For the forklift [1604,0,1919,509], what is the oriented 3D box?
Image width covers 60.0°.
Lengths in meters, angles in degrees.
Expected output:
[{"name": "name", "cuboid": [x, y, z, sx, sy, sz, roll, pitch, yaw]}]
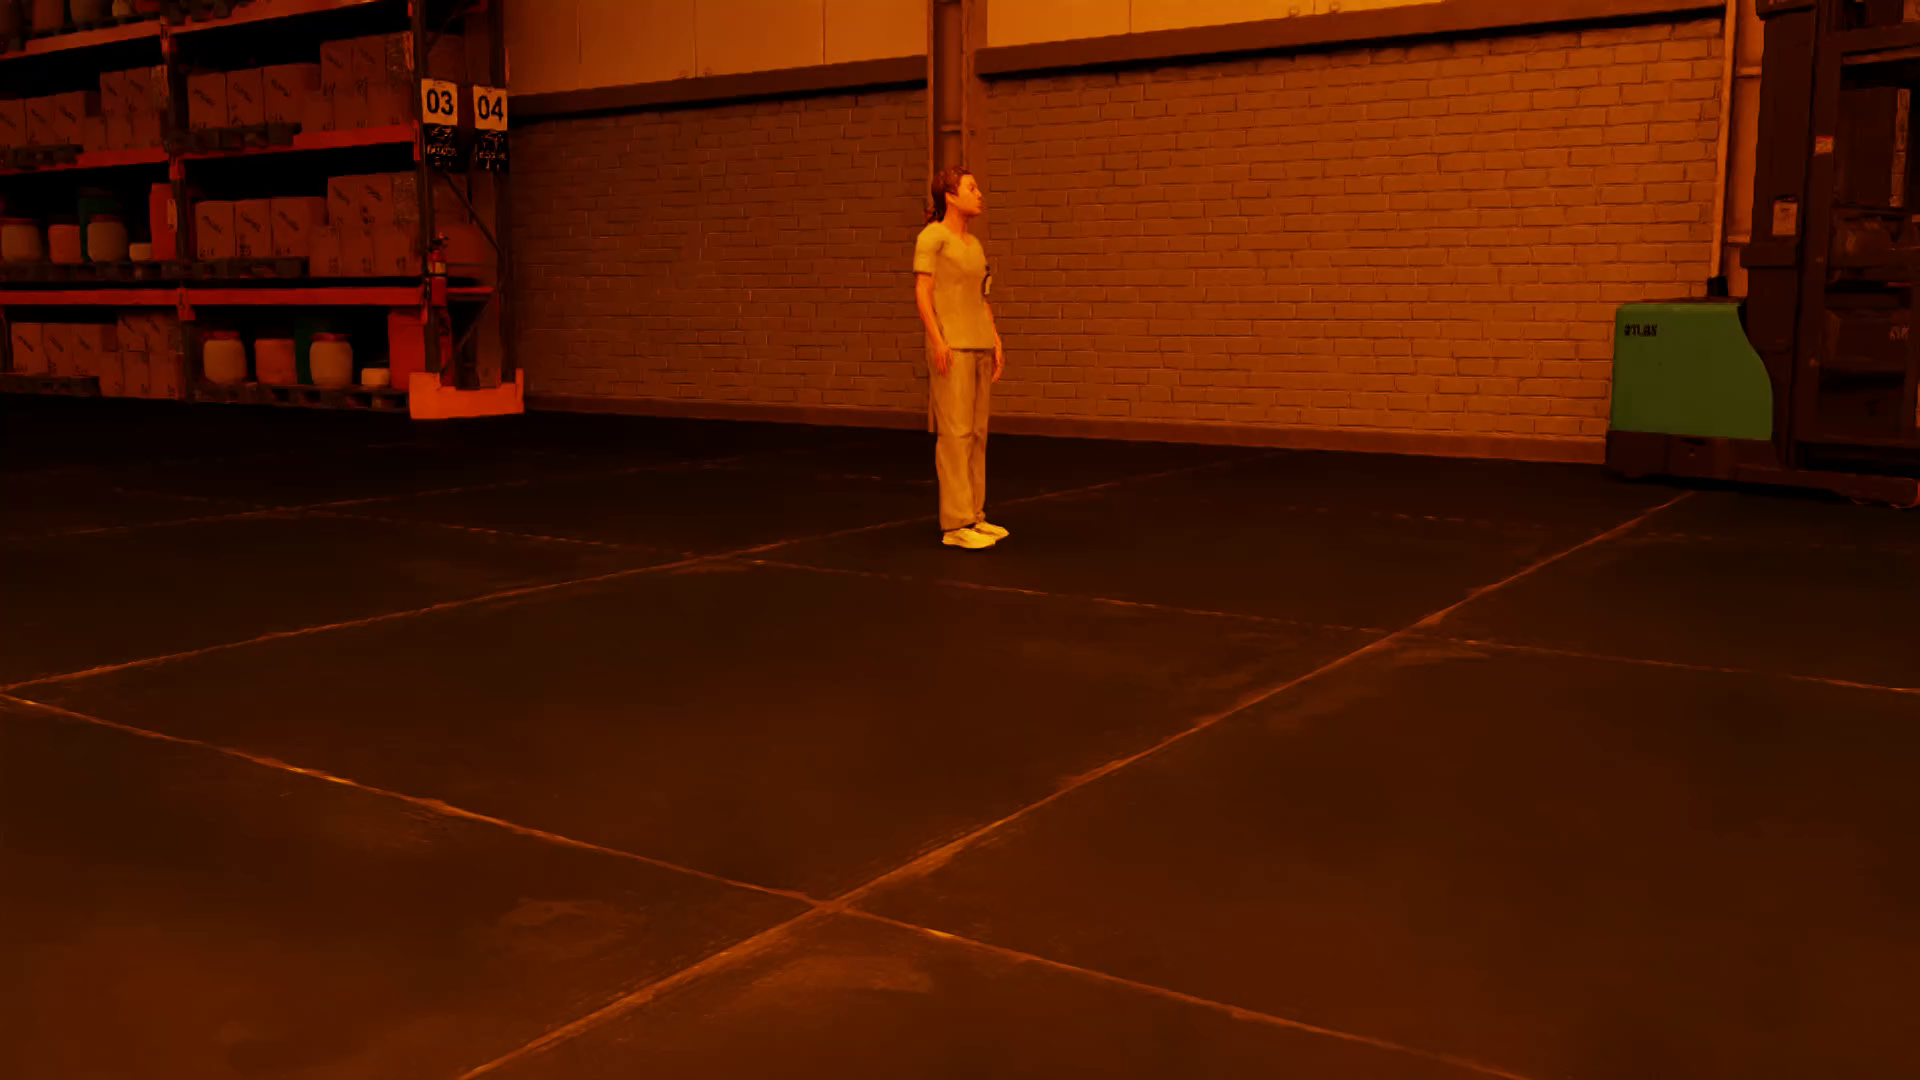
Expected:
[{"name": "forklift", "cuboid": [5.216, -1.690, 9.080, 1.130, 2.935, 3.031, -6, 10, -36]}]

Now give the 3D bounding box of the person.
[{"name": "person", "cuboid": [0.054, -0.829, 7.433, 0.548, 1.674, 0.550, 5, 10, 34]}]
